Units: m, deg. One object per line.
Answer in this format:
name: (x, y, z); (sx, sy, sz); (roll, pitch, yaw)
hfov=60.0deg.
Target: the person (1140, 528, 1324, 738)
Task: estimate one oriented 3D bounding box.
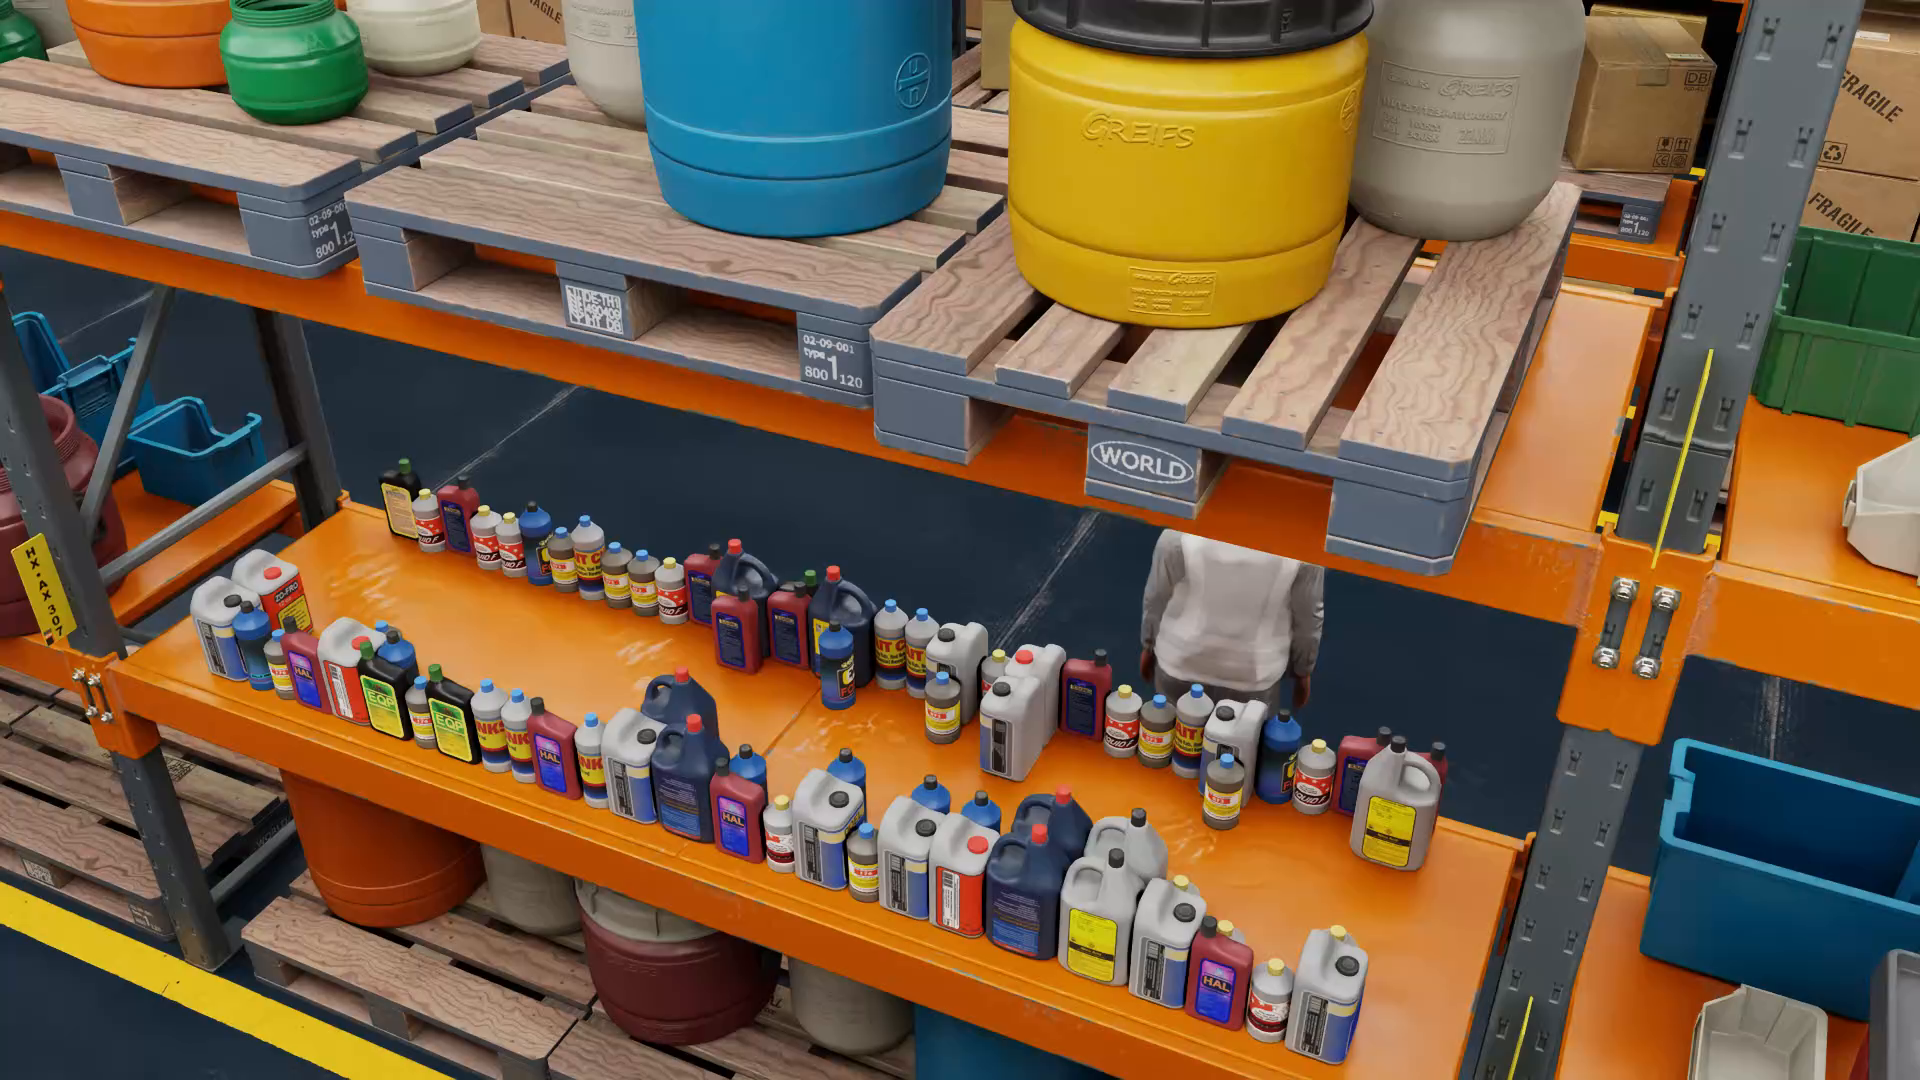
person: (0.877, 0.406, 5.463); (0.575, 1.778, 0.385); (7, 34, 11)
